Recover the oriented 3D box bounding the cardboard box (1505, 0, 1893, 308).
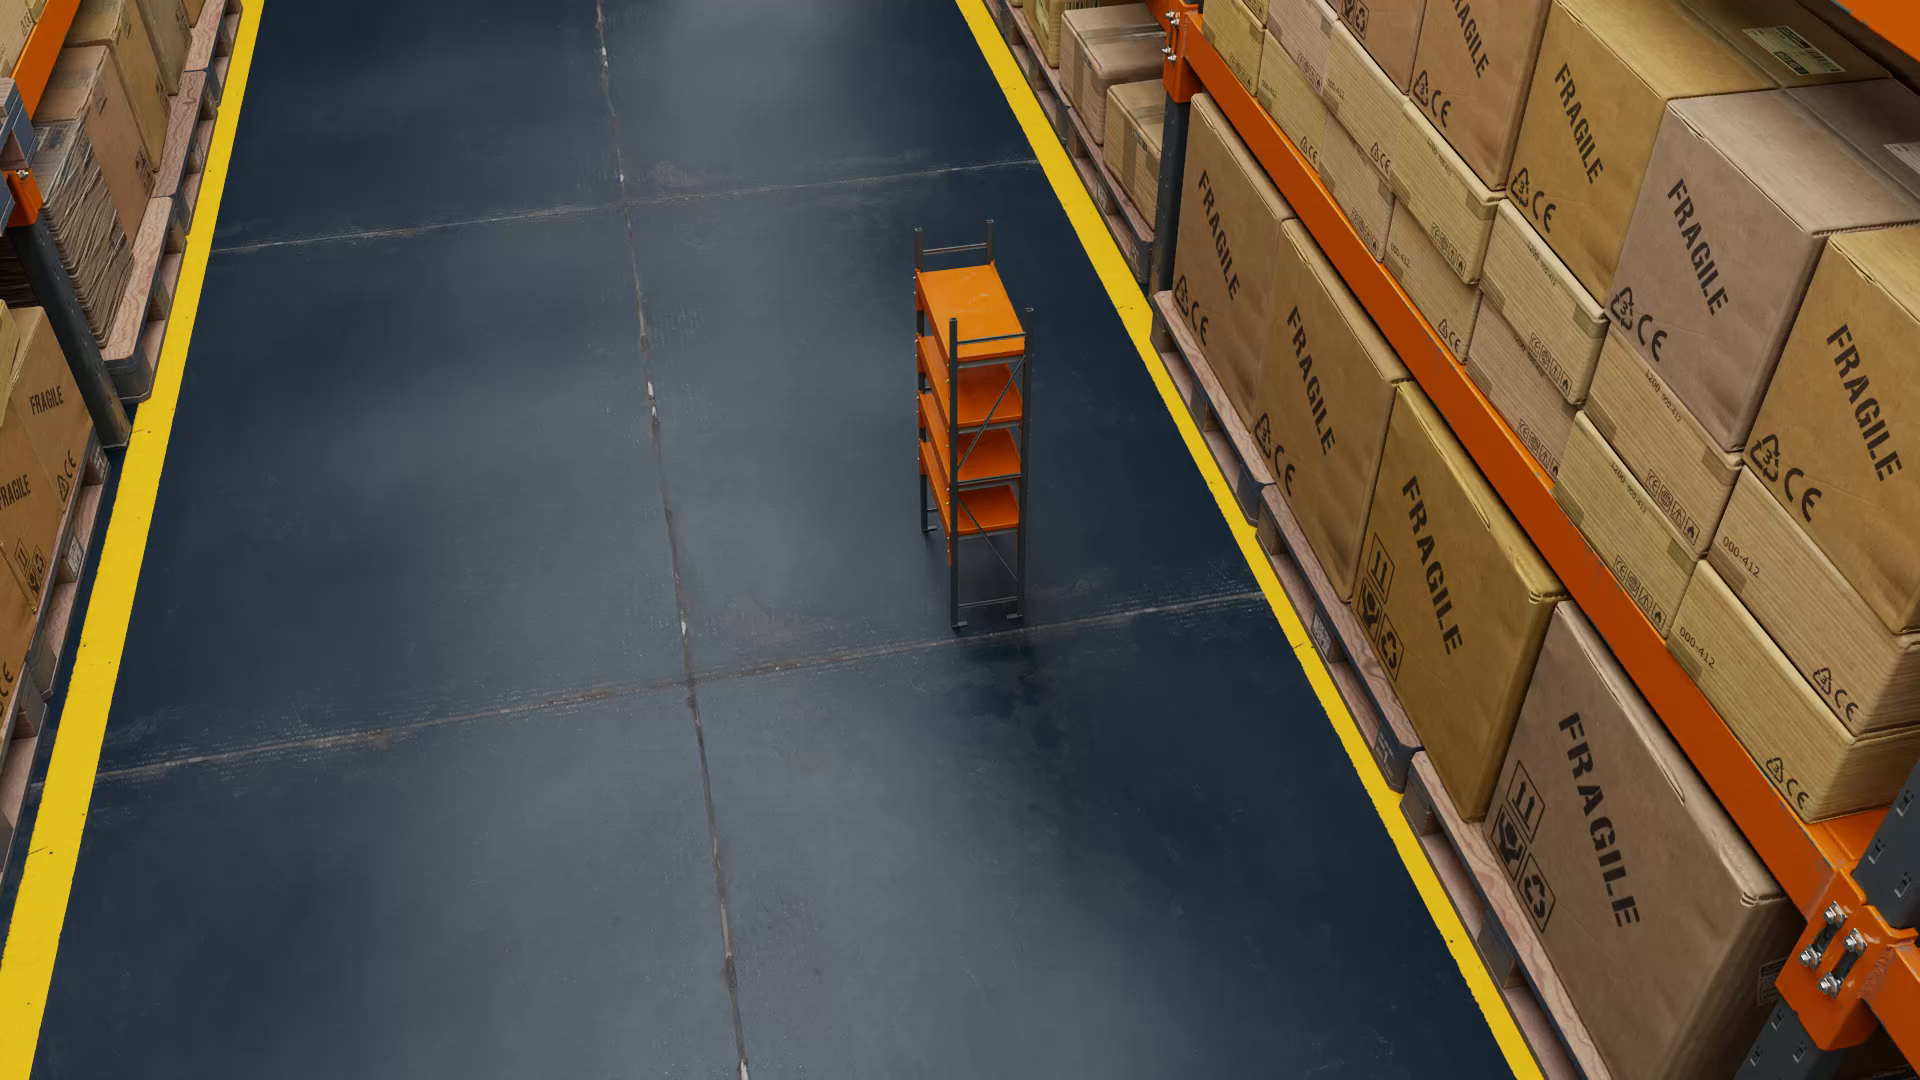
[{"bbox_3d":[1.588,-0.879,3.652,0.500,0.500,0.500,-7,42,-8],"label":"cardboard box"}]

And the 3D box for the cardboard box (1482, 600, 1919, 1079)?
[{"bbox_3d":[1.927,0.699,3.987,0.875,0.875,0.875,-7,42,-8],"label":"cardboard box"}]

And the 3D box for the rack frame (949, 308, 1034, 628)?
[{"bbox_3d":[0.088,-0.183,5.053,0.240,1.200,0.015,-8,42,-9],"label":"rack frame"}]

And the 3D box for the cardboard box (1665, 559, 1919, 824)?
[{"bbox_3d":[1.796,0.253,3.318,0.500,0.250,0.500,-9,42,-10],"label":"cardboard box"}]

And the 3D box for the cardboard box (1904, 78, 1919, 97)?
[{"bbox_3d":[2.188,-0.612,3.351,0.500,0.500,0.500,-9,42,-10],"label":"cardboard box"}]

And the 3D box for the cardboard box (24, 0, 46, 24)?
[{"bbox_3d":[-3.531,-2.021,5.880,0.500,0.250,0.500,-9,42,-10],"label":"cardboard box"}]

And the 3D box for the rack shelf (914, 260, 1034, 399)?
[{"bbox_3d":[0.036,-0.635,4.970,0.258,0.148,0.480,-8,42,-9],"label":"rack shelf"}]

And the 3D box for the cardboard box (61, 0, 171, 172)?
[{"bbox_3d":[-3.986,-1.961,7.172,0.875,0.625,0.625,-10,43,-11],"label":"cardboard box"}]

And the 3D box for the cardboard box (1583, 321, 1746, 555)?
[{"bbox_3d":[1.691,-0.253,3.512,0.500,0.250,0.500,-7,42,-8],"label":"cardboard box"}]

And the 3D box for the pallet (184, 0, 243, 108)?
[{"bbox_3d":[-4.237,-2.505,8.413,1.003,0.211,1.213,-8,42,-9],"label":"pallet"}]

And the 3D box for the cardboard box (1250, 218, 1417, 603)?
[{"bbox_3d":[1.532,-0.465,5.299,0.875,0.875,0.875,-8,42,-9],"label":"cardboard box"}]

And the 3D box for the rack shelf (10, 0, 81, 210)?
[{"bbox_3d":[-4.002,-2.455,6.798,1.077,0.370,4.000,-8,42,-9],"label":"rack shelf"}]

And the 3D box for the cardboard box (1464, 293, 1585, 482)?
[{"bbox_3d":[1.597,-0.407,4.062,0.500,0.250,0.500,-9,42,-10],"label":"cardboard box"}]

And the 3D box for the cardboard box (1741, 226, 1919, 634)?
[{"bbox_3d":[1.797,-0.213,2.902,0.500,0.500,0.500,-7,42,-8],"label":"cardboard box"}]

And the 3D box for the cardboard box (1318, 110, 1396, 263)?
[{"bbox_3d":[1.371,-1.060,4.798,0.500,0.250,0.500,-7,42,-8],"label":"cardboard box"}]

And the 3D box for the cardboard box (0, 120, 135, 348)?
[{"bbox_3d":[-3.692,-1.103,6.205,0.875,0.625,0.625,-7,42,-8],"label":"cardboard box"}]

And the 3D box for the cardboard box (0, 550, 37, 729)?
[{"bbox_3d":[-3.056,0.258,4.766,0.500,0.500,0.500,-7,42,-7],"label":"cardboard box"}]

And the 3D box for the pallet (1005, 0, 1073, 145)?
[{"bbox_3d":[0.848,-2.394,8.288,1.003,0.211,1.213,-8,42,-9],"label":"pallet"}]

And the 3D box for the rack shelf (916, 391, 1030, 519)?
[{"bbox_3d":[0.036,-0.291,5.275,0.258,0.148,0.480,-8,42,-9],"label":"rack shelf"}]

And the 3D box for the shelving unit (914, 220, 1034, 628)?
[{"bbox_3d":[0.036,-0.341,5.231,0.258,1.200,0.503,-8,42,-9],"label":"shelving unit"}]

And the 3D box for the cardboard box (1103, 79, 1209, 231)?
[{"bbox_3d":[1.163,-1.683,7.050,0.950,0.372,0.625,-11,43,-12],"label":"cardboard box"}]

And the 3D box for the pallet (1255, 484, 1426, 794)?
[{"bbox_3d":[1.632,0.213,5.351,1.003,0.211,1.213,-8,42,-9],"label":"pallet"}]

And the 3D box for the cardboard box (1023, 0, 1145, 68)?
[{"bbox_3d":[0.838,-2.653,8.142,0.950,0.372,0.625,-7,42,-8],"label":"cardboard box"}]

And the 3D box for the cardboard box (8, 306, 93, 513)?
[{"bbox_3d":[-3.269,-0.406,5.515,0.500,0.500,0.500,-7,42,-8],"label":"cardboard box"}]

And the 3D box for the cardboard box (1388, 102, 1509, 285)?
[{"bbox_3d":[1.446,-0.917,4.260,0.500,0.250,0.500,-8,42,-9],"label":"cardboard box"}]

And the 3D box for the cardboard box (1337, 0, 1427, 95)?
[{"bbox_3d":[1.356,-1.540,4.397,0.500,0.500,0.500,-7,42,-8],"label":"cardboard box"}]

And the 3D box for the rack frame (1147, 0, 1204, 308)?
[{"bbox_3d":[1.275,-2.141,5.902,1.000,3.000,0.127,-8,42,-9],"label":"rack frame"}]

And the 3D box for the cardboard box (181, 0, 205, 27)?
[{"bbox_3d":[-4.310,-2.953,8.289,0.875,0.625,0.625,-7,42,-7],"label":"cardboard box"}]

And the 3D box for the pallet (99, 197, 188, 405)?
[{"bbox_3d":[-3.710,-0.924,6.632,1.003,0.211,1.213,-8,42,-9],"label":"pallet"}]

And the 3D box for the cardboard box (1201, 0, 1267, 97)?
[{"bbox_3d":[1.135,-1.732,5.554,0.500,0.250,0.500,-9,42,-10],"label":"cardboard box"}]

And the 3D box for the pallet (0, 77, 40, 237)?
[{"bbox_3d":[-3.356,-0.926,4.678,1.213,0.211,1.003,-8,42,-9],"label":"pallet"}]

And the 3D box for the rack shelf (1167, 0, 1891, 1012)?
[{"bbox_3d":[1.707,-0.576,4.681,1.077,0.370,4.000,-8,42,-9],"label":"rack shelf"}]

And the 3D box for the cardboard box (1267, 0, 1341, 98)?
[{"bbox_3d":[1.254,-1.573,4.999,0.500,0.250,0.500,-7,42,-8],"label":"cardboard box"}]

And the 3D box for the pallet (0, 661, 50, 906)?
[{"bbox_3d":[-3.186,0.894,4.584,1.003,0.211,1.213,-8,42,-9],"label":"pallet"}]

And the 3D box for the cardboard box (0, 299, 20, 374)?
[{"bbox_3d":[-3.216,-0.608,5.254,0.380,0.149,0.250,-10,43,-11],"label":"cardboard box"}]
